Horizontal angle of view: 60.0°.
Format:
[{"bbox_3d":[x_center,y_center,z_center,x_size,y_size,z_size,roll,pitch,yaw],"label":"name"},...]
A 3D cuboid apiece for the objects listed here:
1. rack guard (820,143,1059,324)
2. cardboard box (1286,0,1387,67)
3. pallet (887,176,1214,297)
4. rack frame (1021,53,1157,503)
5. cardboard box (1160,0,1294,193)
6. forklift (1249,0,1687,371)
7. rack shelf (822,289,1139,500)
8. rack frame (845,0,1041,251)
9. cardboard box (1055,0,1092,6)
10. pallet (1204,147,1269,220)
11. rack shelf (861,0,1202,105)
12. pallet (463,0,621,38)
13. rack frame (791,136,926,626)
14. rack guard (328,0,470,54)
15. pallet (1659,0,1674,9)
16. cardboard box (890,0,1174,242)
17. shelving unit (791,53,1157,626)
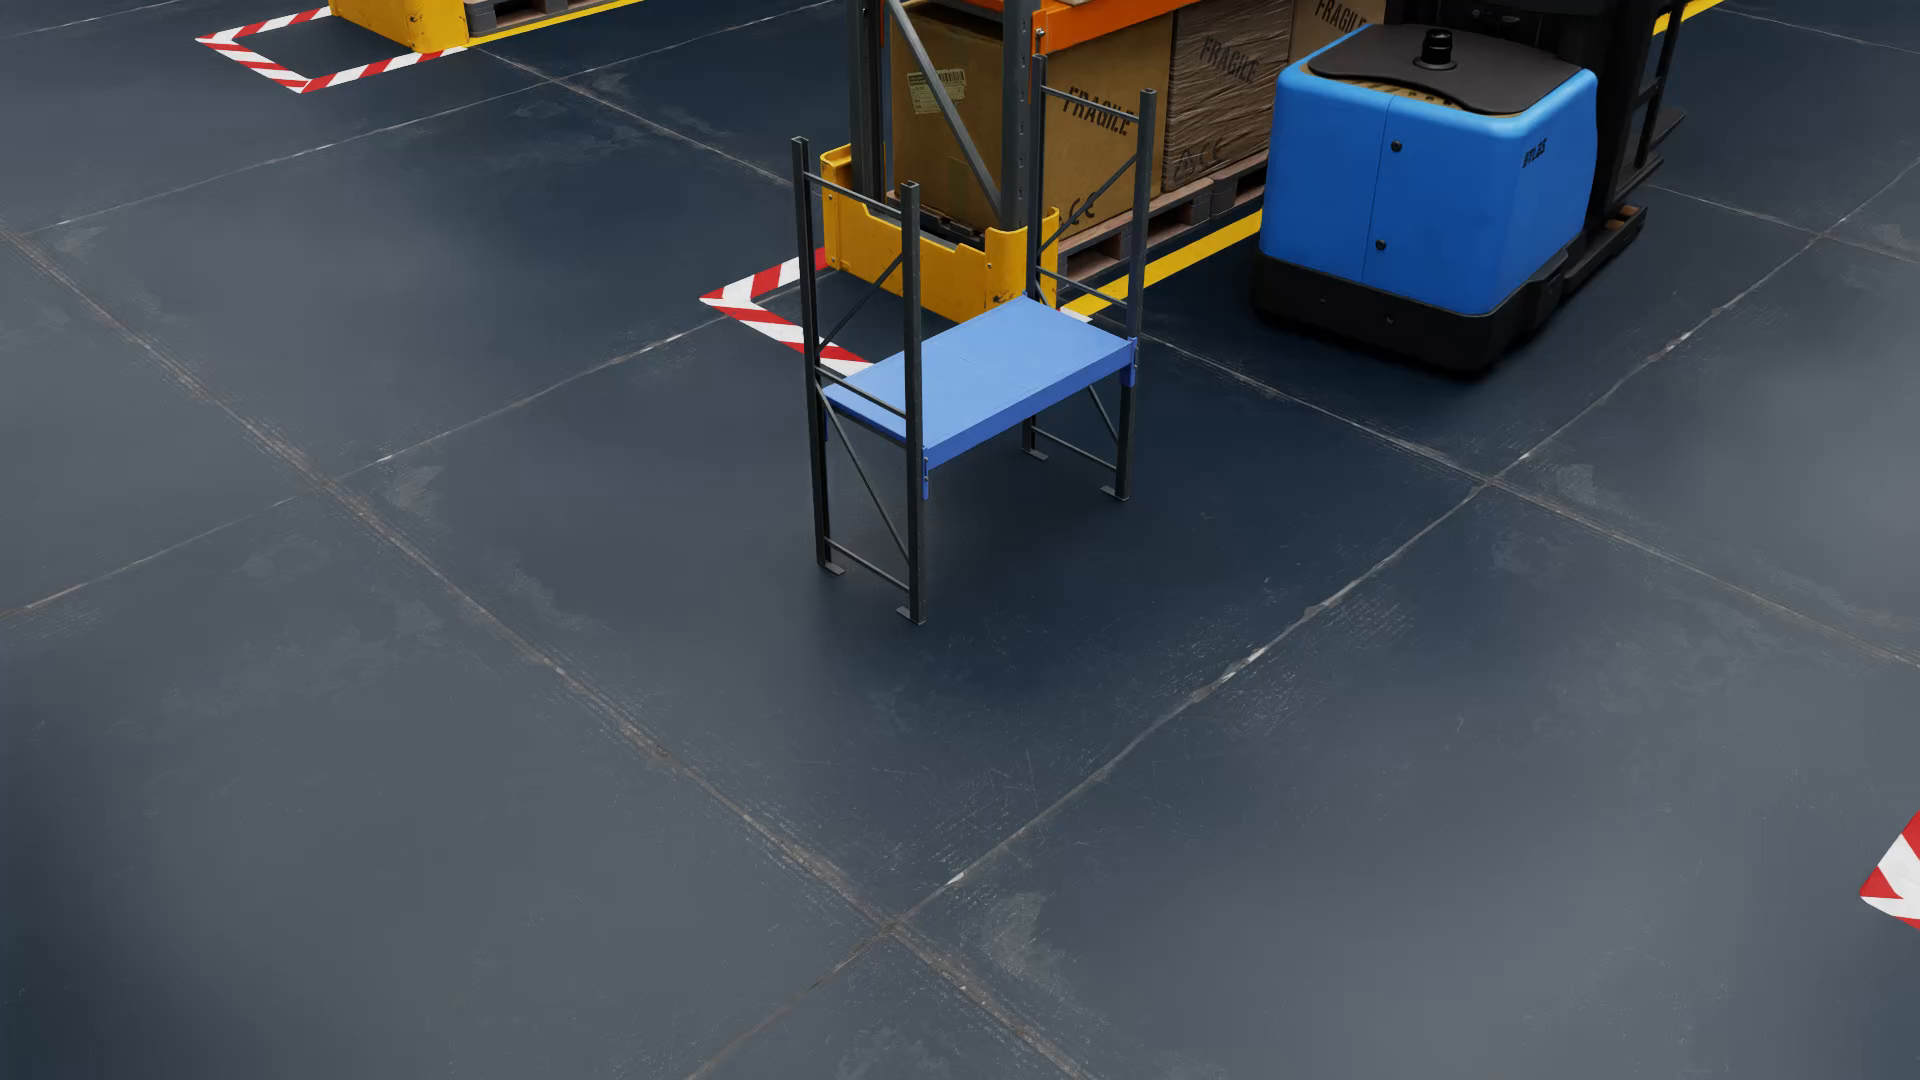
[{"bbox_3d":[-0.103,-1.307,7.188,1.175,0.500,0.348,30,45,35],"label":"rack guard"},{"bbox_3d":[1.577,-2.666,8.441,0.875,0.875,0.875,30,45,35],"label":"cardboard box"},{"bbox_3d":[0.422,-1.555,7.795,1.003,0.211,1.213,30,45,35],"label":"pallet"},{"bbox_3d":[0.418,-0.856,5.667,0.500,1.500,0.032,30,45,35],"label":"rack frame"},{"bbox_3d":[0.950,-2.305,7.923,0.875,0.875,0.875,30,45,35],"label":"cardboard box"},{"bbox_3d":[2.533,-2.656,6.996,1.130,2.935,3.031,24,41,30],"label":"forklift"},{"bbox_3d":[0.060,-0.502,5.474,0.538,0.185,1.000,30,45,35],"label":"rack shelf"},{"bbox_3d":[-0.086,-2.343,6.487,1.000,3.000,0.127,30,45,35],"label":"rack frame"},{"bbox_3d":[0.399,-2.251,6.574,0.250,0.149,0.380,-29,44,-35],"label":"cardboard box"},{"bbox_3d":[1.282,-2.048,8.502,1.003,0.211,1.213,30,45,35],"label":"pallet"},{"bbox_3d":[1.323,-2.859,7.857,1.077,0.370,4.000,30,45,35],"label":"rack shelf"},{"bbox_3d":[-2.883,-3.585,10.706,1.003,0.211,1.213,30,45,35],"label":"pallet"},{"bbox_3d":[-0.298,-0.443,5.075,0.500,1.500,0.032,30,45,35],"label":"rack frame"},{"bbox_3d":[-3.481,-3.388,10.171,1.175,0.500,0.348,30,45,35],"label":"rack guard"},{"bbox_3d":[4.082,-3.664,10.819,1.003,0.211,1.213,30,45,35],"label":"pallet"},{"bbox_3d":[0.308,-1.935,7.393,0.875,0.875,0.875,30,45,35],"label":"cardboard box"},{"bbox_3d":[0.060,-0.650,5.371,0.538,1.500,1.048,30,45,35],"label":"shelving unit"}]
